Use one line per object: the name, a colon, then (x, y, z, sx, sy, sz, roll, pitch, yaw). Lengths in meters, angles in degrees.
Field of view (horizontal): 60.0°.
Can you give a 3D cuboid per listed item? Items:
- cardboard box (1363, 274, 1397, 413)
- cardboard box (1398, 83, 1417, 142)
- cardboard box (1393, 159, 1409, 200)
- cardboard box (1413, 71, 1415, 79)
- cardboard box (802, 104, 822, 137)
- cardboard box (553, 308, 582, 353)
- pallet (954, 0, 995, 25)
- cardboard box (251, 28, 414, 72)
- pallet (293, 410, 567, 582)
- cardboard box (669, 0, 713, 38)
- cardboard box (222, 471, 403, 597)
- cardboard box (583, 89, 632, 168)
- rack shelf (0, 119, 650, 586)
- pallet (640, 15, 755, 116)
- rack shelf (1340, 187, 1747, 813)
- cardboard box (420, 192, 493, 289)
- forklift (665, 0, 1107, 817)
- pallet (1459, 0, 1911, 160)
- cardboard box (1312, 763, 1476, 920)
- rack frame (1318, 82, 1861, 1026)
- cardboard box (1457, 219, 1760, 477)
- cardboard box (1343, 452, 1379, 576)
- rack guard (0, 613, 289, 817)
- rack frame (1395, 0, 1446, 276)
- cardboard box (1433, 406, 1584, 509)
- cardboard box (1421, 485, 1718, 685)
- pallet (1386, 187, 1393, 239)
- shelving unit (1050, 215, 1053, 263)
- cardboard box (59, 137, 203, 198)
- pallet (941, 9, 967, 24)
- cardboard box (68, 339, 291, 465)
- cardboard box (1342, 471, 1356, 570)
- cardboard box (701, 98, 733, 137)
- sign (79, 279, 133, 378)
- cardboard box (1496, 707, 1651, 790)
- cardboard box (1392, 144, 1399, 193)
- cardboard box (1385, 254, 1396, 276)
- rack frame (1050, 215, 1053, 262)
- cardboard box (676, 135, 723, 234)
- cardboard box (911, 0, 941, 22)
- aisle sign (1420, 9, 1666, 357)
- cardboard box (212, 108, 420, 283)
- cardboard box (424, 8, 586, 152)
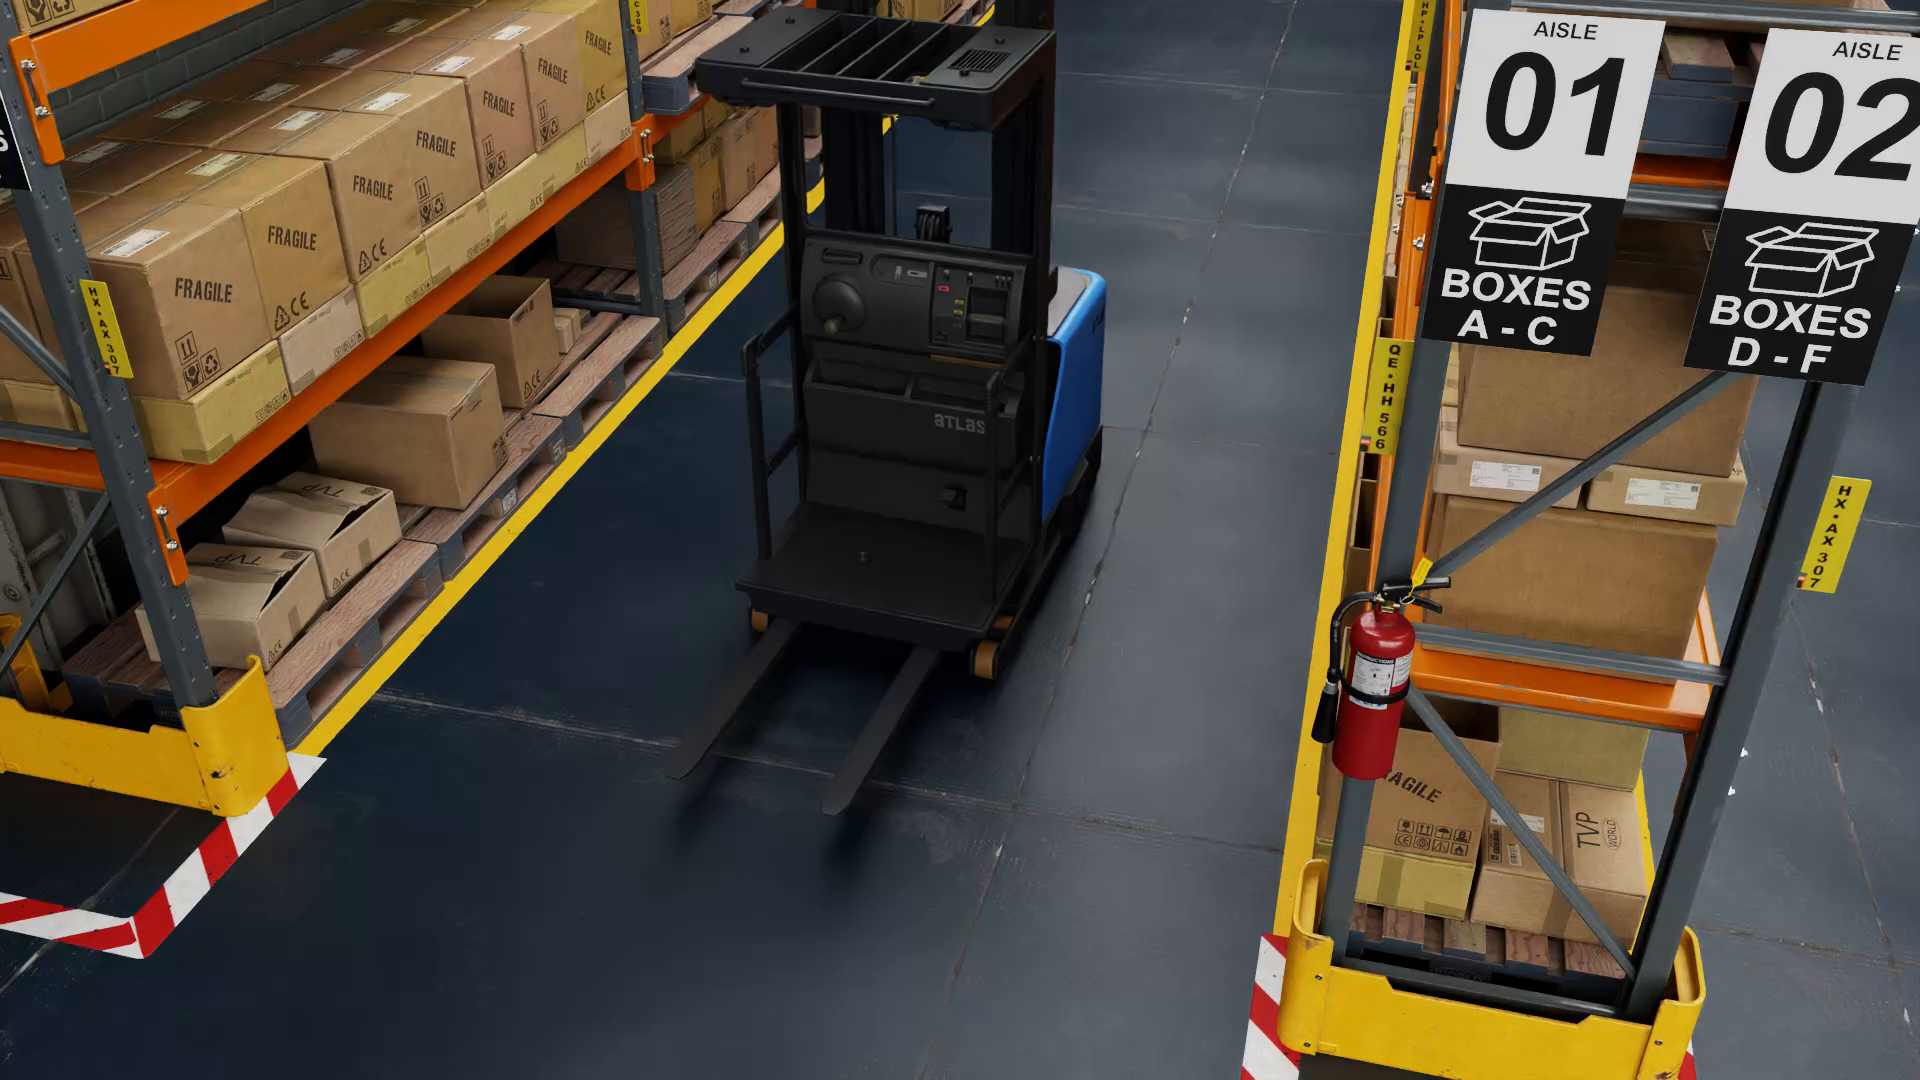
cardboard box: (2.202, -0.902, 7.846, 0.500, 0.500, 0.500, 8, 33, 12)
cardboard box: (3.220, -2.864, 11.109, 0.500, 0.311, 0.500, 9, 34, 14)
cardboard box: (2.834, -2.059, 9.842, 0.500, 0.311, 0.500, 8, 33, 12)
cardboard box: (3.779, -3.759, 12.787, 0.500, 0.500, 0.500, 7, 33, 11)
cardboard box: (-1.287, -3.265, 12.010, 0.700, 0.500, 0.500, 8, 33, 13)
cardboard box: (-2.277, -1.148, 8.990, 0.380, 0.166, 0.250, 4, 33, 6)
pallet: (-0.263, -5.003, 15.424, 1.003, 0.211, 1.213, 8, 33, 12)
cardboard box: (-2.758, -1.960, 7.459, 0.500, 0.500, 0.500, 9, 34, 14)
pallet: (-2.614, -0.274, 7.985, 1.003, 0.211, 1.213, 8, 33, 12)
cardboard box: (-1.859, -3.216, 9.509, 0.700, 0.500, 0.500, 11, 34, 17)
cardboard box: (-2.778, -0.057, 7.140, 0.500, 0.311, 0.500, 11, 34, 16)
cardboard box: (-1.997, -2.098, 8.375, 0.500, 0.250, 0.500, 8, 33, 12)
rack shelf: (-2.678, -1.098, 7.352, 1.077, 0.370, 4.000, 8, 33, 12)
pallet: (-1.836, -2.735, 9.436, 1.003, 0.211, 1.213, 8, 33, 12)
rack shelf: (2.115, -0.426, 6.294, 1.077, 0.370, 4.000, 8, 33, 12)
cardboard box: (-2.371, -1.316, 7.145, 0.500, 0.250, 0.500, 8, 33, 13)
forklift: (-0.261, -0.909, 6.448, 1.130, 2.935, 3.031, 10, 34, 16)
pallet: (1.812, -1.283, 4.259, 1.003, 0.211, 1.213, 8, 33, 12)
cardboard box: (1.457, 0.973, 5.594, 0.500, 0.250, 0.500, 8, 33, 12)
rack frame: (1.607, 0.309, 4.468, 1.000, 3.000, 0.127, 8, 33, 12)
cardboard box: (1.751, -0.549, 4.515, 0.700, 0.500, 0.500, 8, 33, 13)
cardboard box: (1.823, -0.124, 6.621, 0.500, 0.500, 0.500, 8, 33, 12)
rack guard: (-3.166, 0.652, 6.259, 1.175, 0.500, 0.348, 8, 33, 12)
rack frame: (2.622, -1.767, 7.734, 1.000, 3.000, 0.127, 8, 33, 12)
cardboard box: (1.520, -0.231, 4.620, 0.380, 0.149, 0.250, 7, 33, 12)
cardboard box: (1.738, 0.026, 4.820, 0.700, 0.500, 0.500, 8, 33, 12)
pallet: (3.391, -2.244, 11.083, 1.003, 0.211, 1.213, 8, 33, 12)
shelving unit: (0.294, -1.009, 8.212, 0.258, 1.200, 0.189, 10, 31, 15)
cardboard box: (-3.134, -1.159, 6.199, 0.500, 0.500, 0.500, 8, 33, 13)
pallet: (-0.571, -4.368, 14.425, 1.003, 0.211, 1.213, 8, 33, 12)
cardboard box: (-2.754, -0.519, 5.892, 0.500, 0.250, 0.500, 7, 33, 11)
cardboard box: (1.948, -0.067, 7.231, 0.500, 0.250, 0.500, 8, 33, 12)
cardboard box: (-1.763, -2.770, 10.533, 0.500, 0.250, 0.500, 7, 33, 11)
sign: (-2.660, -0.655, 5.178, 0.100, 0.325, 0.005, 8, 33, 12)
cardboard box: (2.083, 0.468, 5.691, 0.500, 0.500, 0.500, 8, 33, 12)
cardboard box: (3.094, -2.367, 10.849, 0.500, 0.250, 0.500, 7, 33, 11)
cardboard box: (2.448, -1.270, 8.600, 0.500, 0.311, 0.500, 8, 33, 12)
rack frame: (0.321, -1.052, 8.287, 0.240, 1.200, 0.006, 10, 31, 15)
cardboard box: (-1.917, -2.229, 10.381, 0.700, 0.500, 0.500, 7, 33, 11)
cardboard box: (-0.613, -4.603, 13.806, 0.750, 0.750, 0.750, 8, 33, 12)
aisle sign: (1.306, -0.794, 3.780, 0.394, 0.787, 0.004, 8, 33, 12)
cardboard box: (-2.501, -1.355, 6.507, 0.500, 0.500, 0.500, 7, 33, 11)
cardboard box: (-2.112, -2.154, 7.764, 0.500, 0.500, 0.500, 8, 33, 12)
